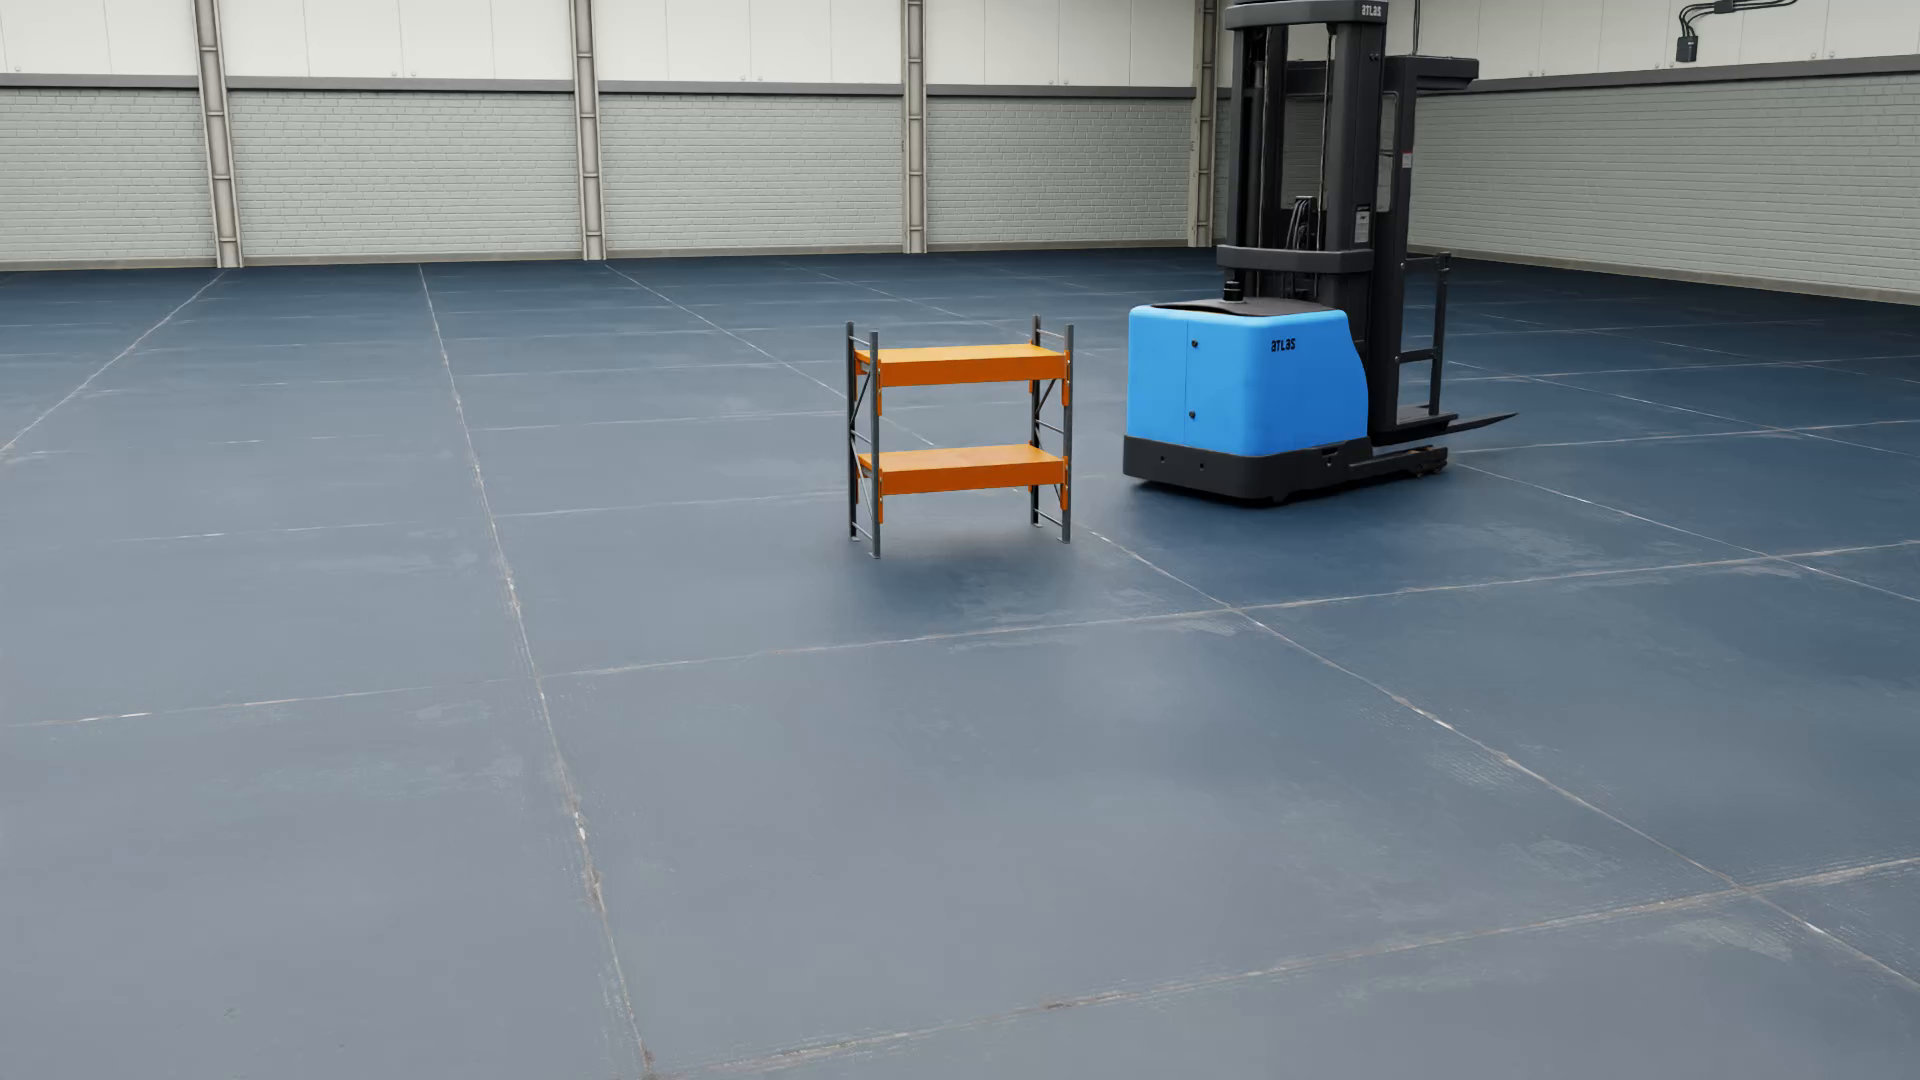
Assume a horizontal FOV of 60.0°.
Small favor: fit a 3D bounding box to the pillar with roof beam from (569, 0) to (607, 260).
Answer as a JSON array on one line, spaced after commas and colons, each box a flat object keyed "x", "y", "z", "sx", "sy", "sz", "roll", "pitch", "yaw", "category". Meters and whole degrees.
[{"x": -5.177, "y": -8.461, "z": 24.768, "sx": 0.400, "sy": 9.000, "sz": 9.100, "roll": -4, "pitch": 14, "yaw": -18, "category": "pillar with roof beam"}]

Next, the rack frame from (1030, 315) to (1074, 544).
[{"x": 0.475, "y": -0.584, "z": 8.668, "sx": 0.032, "sy": 1.125, "sz": 0.500, "roll": -4, "pitch": 14, "yaw": -18, "category": "rack frame"}]

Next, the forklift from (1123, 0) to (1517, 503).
[{"x": 2.423, "y": -1.897, "z": 10.282, "sx": 3.031, "sy": 2.935, "sz": 1.130, "roll": -11, "pitch": 18, "yaw": -40, "category": "forklift"}]

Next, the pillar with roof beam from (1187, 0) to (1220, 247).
[{"x": 6.196, "y": -9.347, "z": 28.491, "sx": 0.400, "sy": 9.000, "sz": 9.100, "roll": -4, "pitch": 14, "yaw": -18, "category": "pillar with roof beam"}]

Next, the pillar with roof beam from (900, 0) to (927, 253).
[{"x": 0.510, "y": -8.904, "z": 26.630, "sx": 0.400, "sy": 9.000, "sz": 9.100, "roll": -4, "pitch": 14, "yaw": -18, "category": "pillar with roof beam"}]

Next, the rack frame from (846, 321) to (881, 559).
[{"x": -0.488, "y": -0.509, "z": 8.353, "sx": 0.032, "sy": 1.125, "sz": 0.500, "roll": -4, "pitch": 14, "yaw": -18, "category": "rack frame"}]

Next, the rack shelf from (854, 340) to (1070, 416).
[{"x": -0.006, "y": -0.831, "z": 8.443, "sx": 1.000, "sy": 0.278, "sz": 0.538, "roll": -4, "pitch": 14, "yaw": -18, "category": "rack shelf"}]

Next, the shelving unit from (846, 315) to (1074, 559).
[{"x": -0.006, "y": -0.547, "z": 8.511, "sx": 1.048, "sy": 1.125, "sz": 0.538, "roll": -4, "pitch": 14, "yaw": -18, "category": "shelving unit"}]

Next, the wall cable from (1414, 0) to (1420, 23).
[{"x": 8.900, "y": -10.571, "z": 29.436, "sx": 0.112, "sy": 2.526, "sz": 3.097, "roll": -4, "pitch": 14, "yaw": -18, "category": "wall cable"}]

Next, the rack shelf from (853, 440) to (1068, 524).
[{"x": -0.006, "y": -0.309, "z": 8.567, "sx": 1.000, "sy": 0.278, "sz": 0.538, "roll": -4, "pitch": 14, "yaw": -18, "category": "rack shelf"}]

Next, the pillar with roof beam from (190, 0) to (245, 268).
[{"x": -10.864, "y": -8.018, "z": 22.906, "sx": 0.400, "sy": 9.000, "sz": 9.100, "roll": -4, "pitch": 14, "yaw": -18, "category": "pillar with roof beam"}]

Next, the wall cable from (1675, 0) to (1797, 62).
[{"x": 11.050, "y": -9.790, "z": 23.004, "sx": 0.169, "sy": 6.003, "sz": 2.305, "roll": -4, "pitch": 14, "yaw": -18, "category": "wall cable"}]

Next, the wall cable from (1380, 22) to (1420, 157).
[{"x": 8.037, "y": -8.708, "z": 32.515, "sx": 0.112, "sy": 2.526, "sz": 3.097, "roll": -4, "pitch": 14, "yaw": -18, "category": "wall cable"}]
